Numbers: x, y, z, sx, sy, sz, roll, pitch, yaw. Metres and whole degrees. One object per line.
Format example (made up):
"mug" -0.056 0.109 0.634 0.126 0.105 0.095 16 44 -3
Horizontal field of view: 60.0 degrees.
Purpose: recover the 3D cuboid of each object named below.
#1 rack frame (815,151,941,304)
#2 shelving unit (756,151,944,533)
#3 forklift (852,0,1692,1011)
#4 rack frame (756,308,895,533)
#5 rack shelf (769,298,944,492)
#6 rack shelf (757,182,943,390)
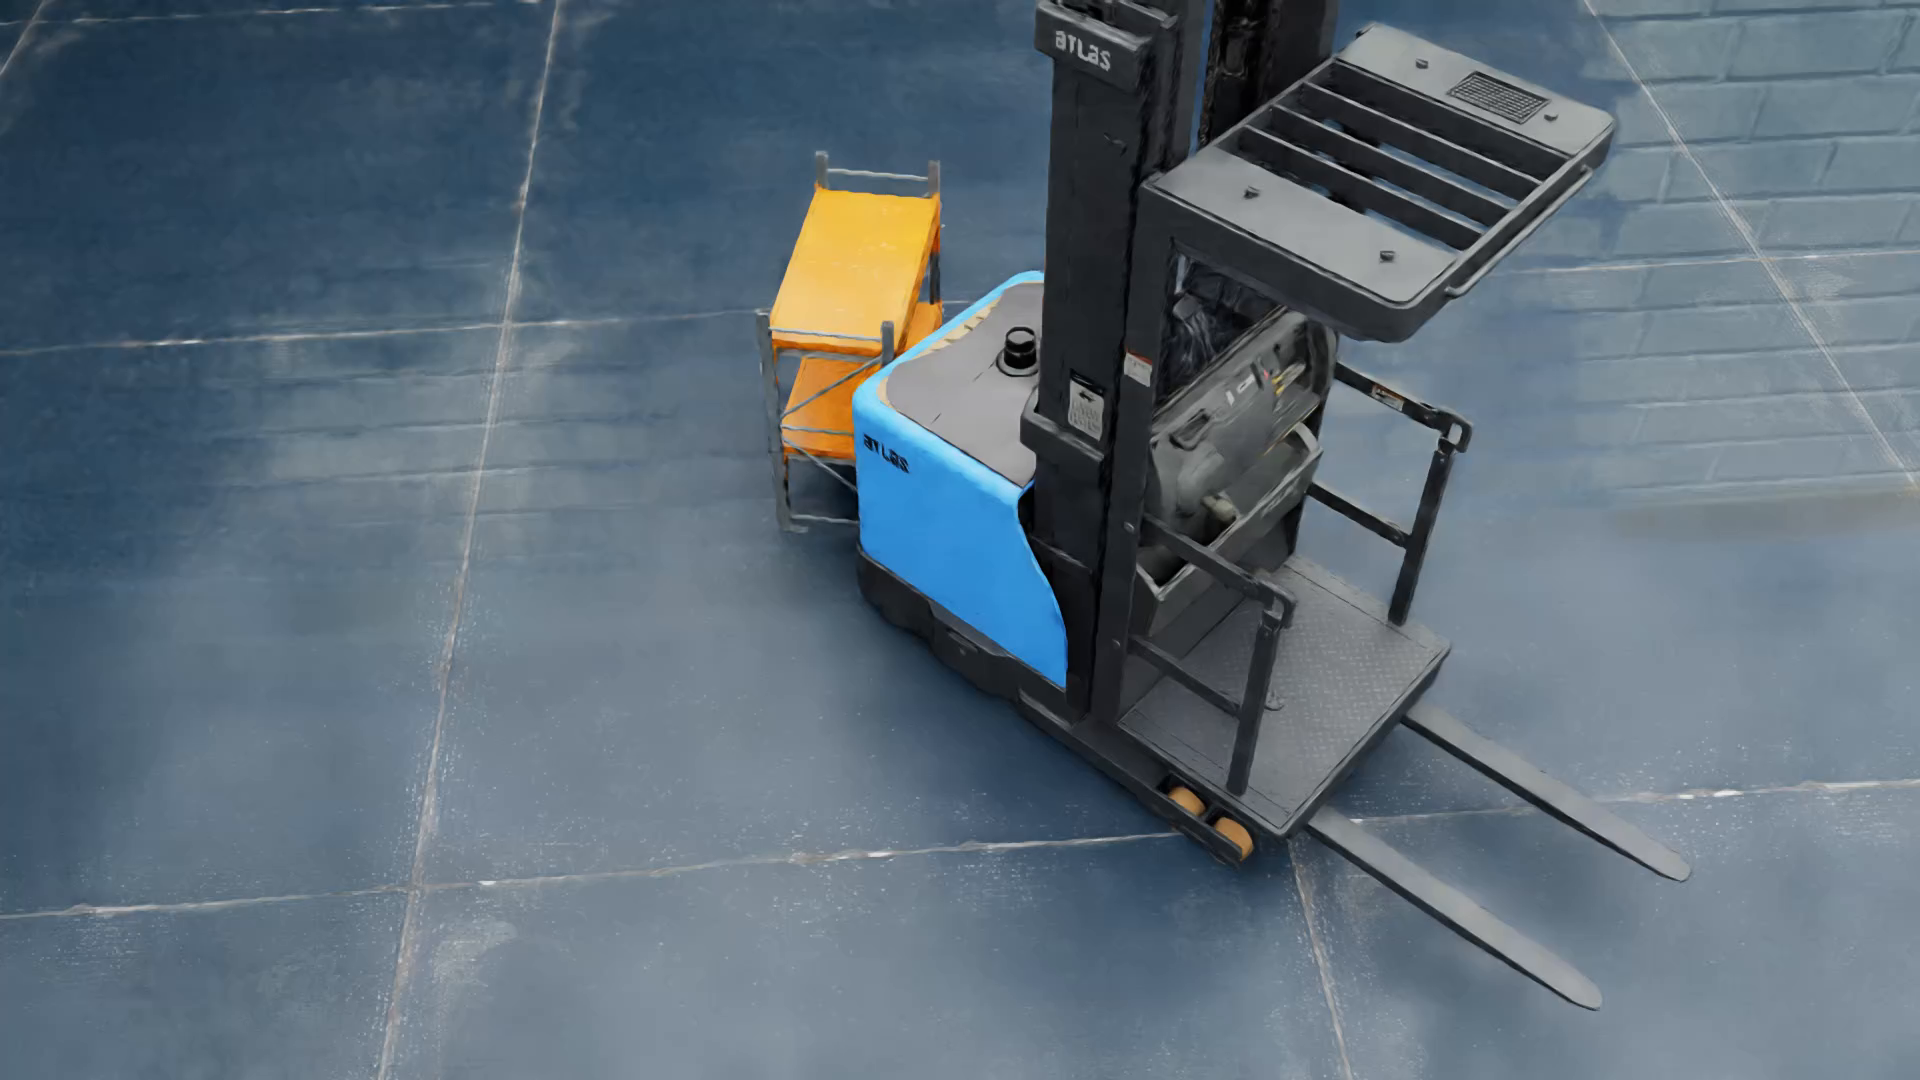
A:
"rack frame" -0.332 -1.140 7.055 0.500 1.125 0.032 6 47 6
"shelving unit" -0.408 -0.775 6.709 0.538 1.125 1.048 6 47 6
"forklift" 1.040 -0.330 5.044 3.031 2.935 1.130 33 55 27
"rack frame" -0.485 -0.410 6.364 0.500 1.125 0.032 6 47 6
"rack shelf" -0.408 -0.607 6.887 0.538 0.278 1.000 6 47 6
"rack shelf" -0.408 -0.976 6.497 0.538 0.278 1.000 6 47 6
